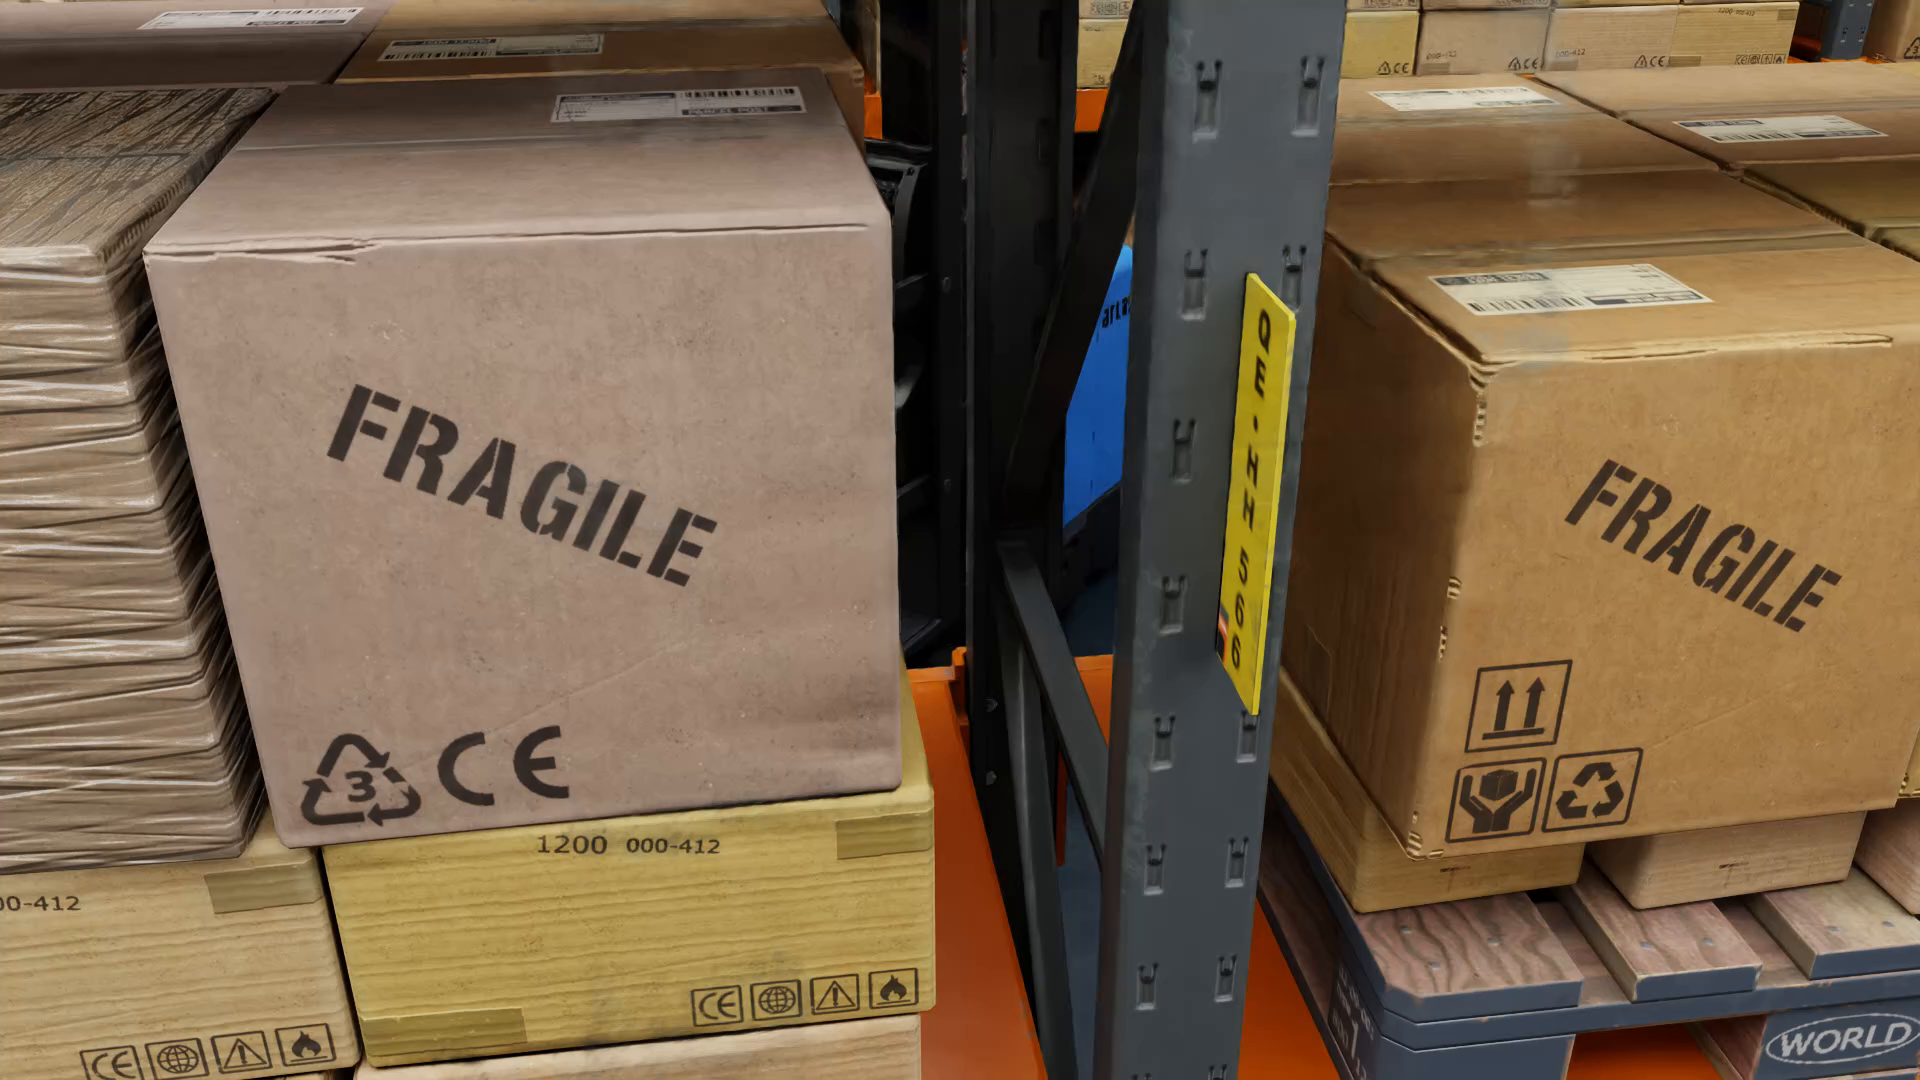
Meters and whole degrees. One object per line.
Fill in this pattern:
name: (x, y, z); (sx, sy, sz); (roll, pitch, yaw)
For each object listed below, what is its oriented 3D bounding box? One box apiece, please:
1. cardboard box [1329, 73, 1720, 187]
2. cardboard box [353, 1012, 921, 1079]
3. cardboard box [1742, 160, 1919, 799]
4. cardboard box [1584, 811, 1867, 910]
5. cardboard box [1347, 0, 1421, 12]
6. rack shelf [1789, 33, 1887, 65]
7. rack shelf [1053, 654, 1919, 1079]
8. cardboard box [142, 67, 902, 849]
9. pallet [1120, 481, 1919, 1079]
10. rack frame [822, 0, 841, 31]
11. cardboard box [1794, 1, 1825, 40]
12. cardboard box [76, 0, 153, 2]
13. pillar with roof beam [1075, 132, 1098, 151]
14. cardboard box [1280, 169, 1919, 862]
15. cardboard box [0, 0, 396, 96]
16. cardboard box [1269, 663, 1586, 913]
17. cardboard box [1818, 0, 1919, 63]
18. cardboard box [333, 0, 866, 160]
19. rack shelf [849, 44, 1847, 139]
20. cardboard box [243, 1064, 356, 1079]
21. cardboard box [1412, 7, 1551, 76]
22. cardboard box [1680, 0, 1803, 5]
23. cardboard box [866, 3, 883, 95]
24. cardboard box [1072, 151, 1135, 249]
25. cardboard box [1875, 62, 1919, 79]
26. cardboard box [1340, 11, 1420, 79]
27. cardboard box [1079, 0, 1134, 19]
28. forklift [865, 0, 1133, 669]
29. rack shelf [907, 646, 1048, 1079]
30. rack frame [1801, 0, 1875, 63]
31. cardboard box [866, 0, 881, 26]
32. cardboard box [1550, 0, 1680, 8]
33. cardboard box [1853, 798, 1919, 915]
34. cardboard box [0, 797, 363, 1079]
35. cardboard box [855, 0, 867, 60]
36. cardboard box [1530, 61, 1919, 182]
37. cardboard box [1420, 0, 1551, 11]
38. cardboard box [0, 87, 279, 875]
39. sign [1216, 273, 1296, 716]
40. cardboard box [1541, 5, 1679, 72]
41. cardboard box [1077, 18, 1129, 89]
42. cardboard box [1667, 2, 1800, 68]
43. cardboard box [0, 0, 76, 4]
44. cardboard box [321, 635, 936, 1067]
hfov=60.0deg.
cardboard box: (0.551, -0.284, 2.122); (0.500, 0.500, 0.500); (-4, 27, -9)
cardboard box: (-0.325, 0.451, 1.750); (0.500, 0.250, 0.500); (-5, 28, -9)
cardboard box: (1.133, -0.089, 1.743); (0.500, 0.500, 0.500); (-2, 27, -4)
cardboard box: (0.772, 0.220, 1.850); (0.250, 0.149, 0.380); (-5, 28, -10)
cardboard box: (1.437, -2.183, 6.335); (0.500, 0.250, 0.500); (-3, 27, -6)
rack shelf: (5.386, -2.071, 7.288); (4.000, 0.370, 1.077); (-4, 27, -7)
rack shelf: (2.121, 0.427, 2.419); (4.000, 0.370, 1.077); (-4, 27, -7)
cardboard box: (-0.335, -0.104, 1.461); (0.500, 0.500, 0.500); (-4, 27, -9)
pallet: (0.831, 0.226, 2.233); (1.003, 0.211, 1.213); (-4, 27, -7)
rack frame: (-0.555, -2.009, 6.380); (0.127, 3.000, 1.000); (-4, 27, -7)
cardboard box: (3.813, -2.459, 7.147); (0.500, 0.500, 0.500); (-4, 27, -7)
cardboard box: (-2.716, -1.999, 5.790); (0.500, 0.500, 0.700); (-4, 27, -7)
pillar with roof beam: (1.210, -3.222, 2.173); (0.400, 9.000, 9.100); (-4, 27, -7)
cardboard box: (0.618, -0.053, 1.672); (0.500, 0.500, 0.500); (-4, 27, -9)
cardboard box: (-0.872, -0.298, 1.840); (0.500, 0.500, 0.500); (-4, 27, -7)
cardboard box: (0.488, 0.223, 1.845); (0.250, 0.149, 0.380); (-5, 28, -10)
cardboard box: (3.882, -2.218, 6.678); (0.500, 0.500, 0.500); (-4, 27, -9)
cardboard box: (-0.382, -0.334, 1.910); (0.500, 0.500, 0.500); (-5, 28, -9)
rack shelf: (1.425, -1.816, 6.792); (4.000, 0.370, 1.077); (-4, 27, -7)
cardboard box: (-0.828, 0.490, 1.673); (0.500, 0.250, 0.500); (-3, 27, -6)
cardboard box: (1.950, -1.994, 6.515); (0.500, 0.250, 0.500); (-4, 27, -7)
cardboard box: (2.955, -2.272, 6.510); (0.500, 0.250, 0.500); (-4, 27, -8)
cardboard box: (-0.082, -1.860, 6.254); (0.500, 0.250, 0.500); (-4, 27, -7)
cardboard box: (0.710, -1.218, 6.979); (0.625, 0.625, 0.875); (-3, 27, -5)
cardboard box: (1.562, -0.354, 2.259); (0.500, 0.500, 0.500); (-6, 28, -11)
cardboard box: (1.440, -1.958, 6.444); (0.500, 0.250, 0.500); (-3, 27, -5)
cardboard box: (0.414, -2.114, 6.201); (0.500, 0.250, 0.500); (-3, 27, -5)
forklift: (-0.618, -0.815, 4.129); (1.130, 2.935, 3.031); (16, 31, 28)
rack shelf: (-1.840, 0.682, 1.923); (4.000, 0.370, 1.077); (-4, 27, -7)
rack frame: (3.406, -2.263, 6.876); (0.127, 3.000, 1.000); (-4, 27, -7)
cardboard box: (-0.078, -2.071, 6.118); (0.500, 0.250, 0.500); (-4, 27, -7)
cardboard box: (2.447, -2.236, 6.439); (0.500, 0.250, 0.500); (-4, 27, -8)
cardboard box: (1.050, 0.224, 1.844); (0.250, 0.149, 0.380); (-5, 28, -10)
cardboard box: (-0.811, 0.259, 1.576); (0.500, 0.250, 0.500); (-4, 27, -8)
cardboard box: (-0.146, -2.087, 6.695); (0.500, 0.250, 0.500); (-4, 27, -8)
cardboard box: (1.062, -0.322, 2.195); (0.500, 0.500, 0.500); (-4, 27, -8)
cardboard box: (1.940, -2.207, 6.381); (0.500, 0.250, 0.500); (-3, 27, -6)
cardboard box: (-0.842, -0.067, 1.391); (0.500, 0.500, 0.500); (-3, 27, -6)
sign: (0.221, -0.030, 1.254); (0.005, 0.325, 0.100); (-4, 27, -7)
cardboard box: (2.446, -2.012, 6.550); (0.500, 0.250, 0.500); (-4, 27, -7)
cardboard box: (0.417, -1.890, 6.312); (0.500, 0.250, 0.500); (-4, 27, -8)
cardboard box: (2.943, -2.046, 6.617); (0.500, 0.250, 0.500); (-3, 27, -6)
cardboard box: (-3.087, -1.797, 5.653); (0.258, 0.266, 0.396); (-2, 27, -5)
cardboard box: (-0.304, 0.225, 1.643); (0.500, 0.250, 0.500); (-4, 27, -7)
